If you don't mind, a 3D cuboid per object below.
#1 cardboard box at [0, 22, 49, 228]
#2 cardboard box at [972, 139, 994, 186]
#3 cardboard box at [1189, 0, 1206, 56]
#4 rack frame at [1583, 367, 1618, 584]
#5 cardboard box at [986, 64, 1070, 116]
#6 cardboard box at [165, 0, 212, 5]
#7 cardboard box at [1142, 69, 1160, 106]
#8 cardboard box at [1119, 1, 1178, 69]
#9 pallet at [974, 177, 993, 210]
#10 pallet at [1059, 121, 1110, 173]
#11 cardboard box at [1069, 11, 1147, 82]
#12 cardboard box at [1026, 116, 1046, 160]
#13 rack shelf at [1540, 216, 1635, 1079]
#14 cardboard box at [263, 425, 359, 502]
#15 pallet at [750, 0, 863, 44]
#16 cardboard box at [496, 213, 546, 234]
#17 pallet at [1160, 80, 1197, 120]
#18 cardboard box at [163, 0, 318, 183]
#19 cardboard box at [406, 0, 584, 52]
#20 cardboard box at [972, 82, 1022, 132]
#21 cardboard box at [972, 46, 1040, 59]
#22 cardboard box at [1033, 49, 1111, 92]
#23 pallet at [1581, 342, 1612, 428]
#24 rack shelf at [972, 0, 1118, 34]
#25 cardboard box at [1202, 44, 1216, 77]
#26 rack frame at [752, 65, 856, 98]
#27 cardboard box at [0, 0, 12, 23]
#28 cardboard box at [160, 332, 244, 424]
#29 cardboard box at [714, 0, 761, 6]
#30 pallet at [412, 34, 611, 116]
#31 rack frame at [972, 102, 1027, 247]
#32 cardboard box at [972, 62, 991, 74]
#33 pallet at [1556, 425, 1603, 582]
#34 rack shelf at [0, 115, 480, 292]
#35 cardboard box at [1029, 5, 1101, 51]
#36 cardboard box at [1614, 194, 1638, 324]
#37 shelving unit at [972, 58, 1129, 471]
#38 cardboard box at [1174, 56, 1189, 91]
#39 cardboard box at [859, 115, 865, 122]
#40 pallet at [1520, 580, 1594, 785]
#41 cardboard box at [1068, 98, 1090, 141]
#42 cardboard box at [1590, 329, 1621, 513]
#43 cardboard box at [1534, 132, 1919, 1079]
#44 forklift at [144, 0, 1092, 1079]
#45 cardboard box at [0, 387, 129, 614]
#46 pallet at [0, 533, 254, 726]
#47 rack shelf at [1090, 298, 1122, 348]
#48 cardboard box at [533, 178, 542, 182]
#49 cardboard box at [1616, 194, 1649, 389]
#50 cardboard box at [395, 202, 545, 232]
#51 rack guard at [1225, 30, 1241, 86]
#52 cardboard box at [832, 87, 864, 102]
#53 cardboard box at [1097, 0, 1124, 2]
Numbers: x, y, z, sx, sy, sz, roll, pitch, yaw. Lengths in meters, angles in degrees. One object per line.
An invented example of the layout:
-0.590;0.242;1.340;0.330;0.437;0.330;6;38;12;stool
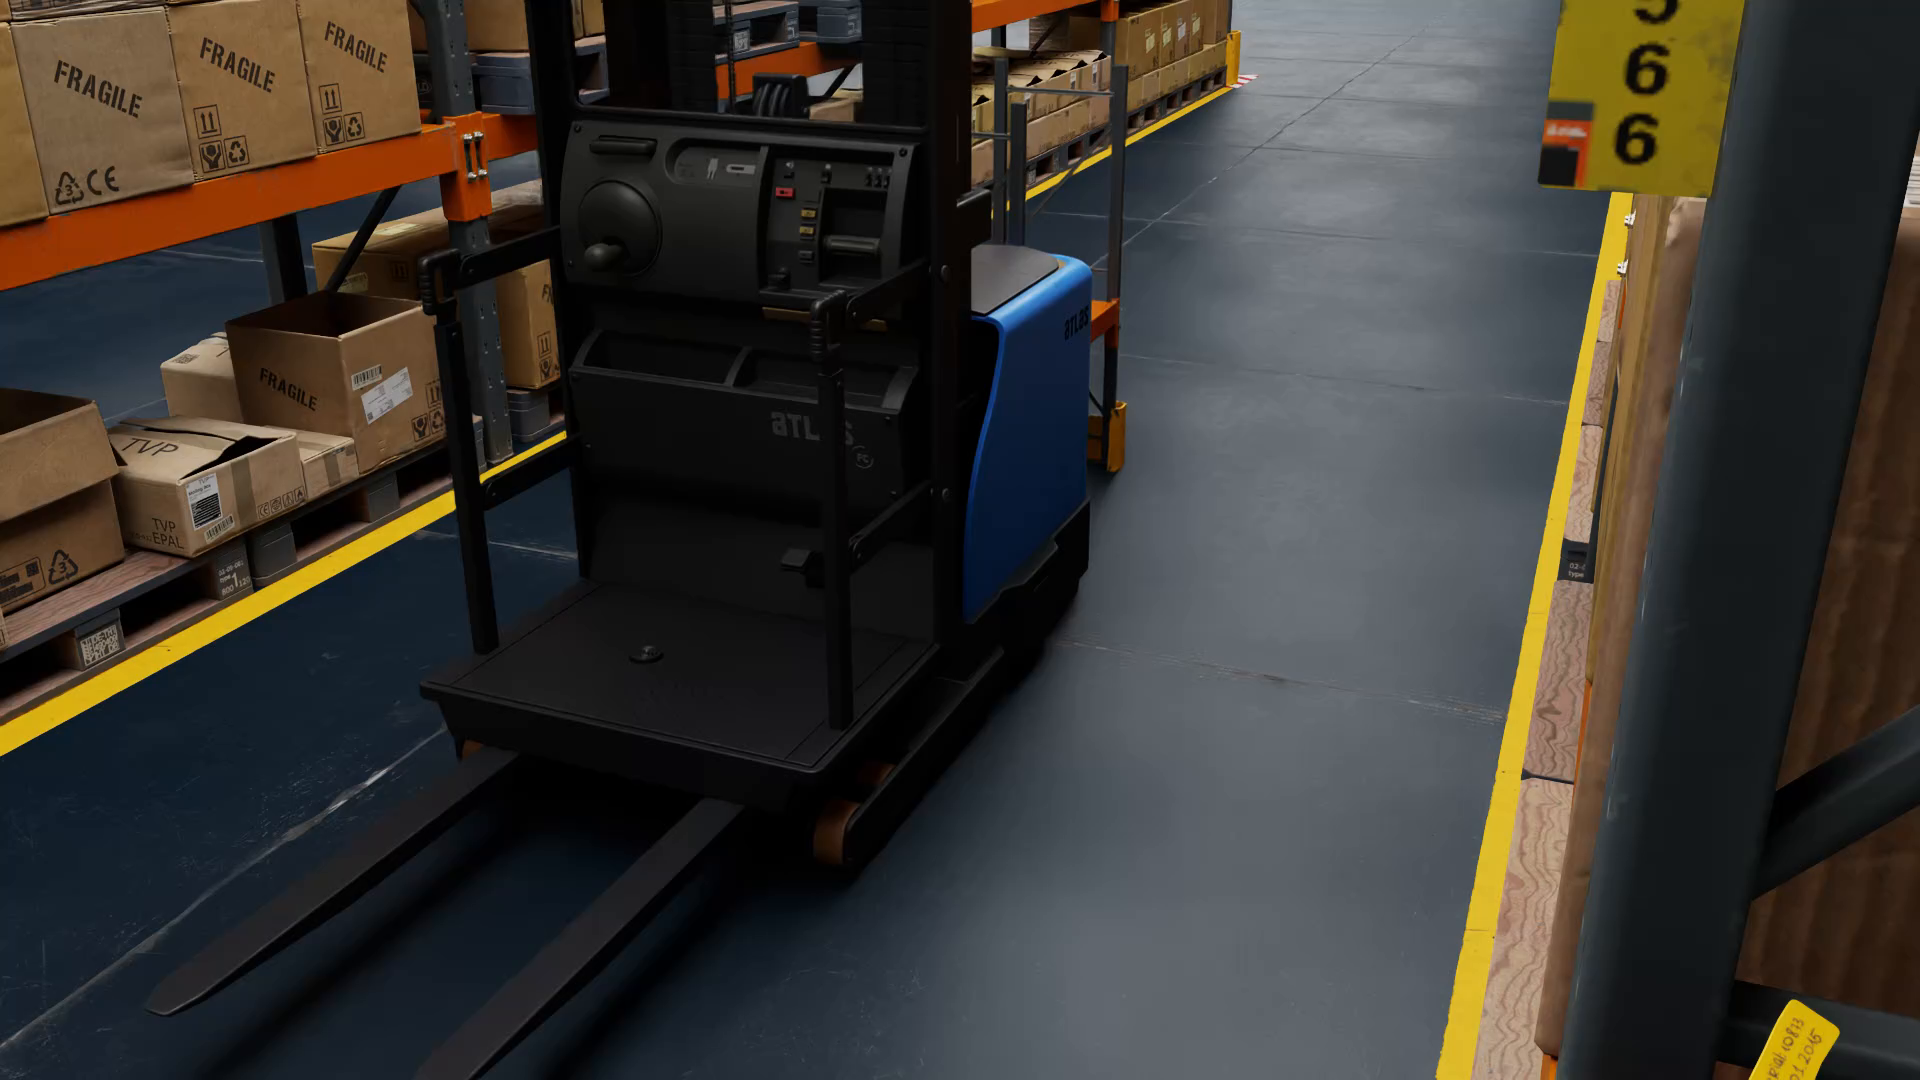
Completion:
-2.750;-1.039;4.217;0.500;0.500;0.500;9;24;21;cardboard box
-0.098;-2.442;10.727;0.500;0.250;0.500;8;24;19;cardboard box
1.940;-4.731;15.234;0.500;0.500;0.500;9;24;20;cardboard box
2.364;-1.052;4.378;1.000;3.000;0.127;9;24;20;rack frame
0.475;-3.256;11.947;0.500;0.311;0.500;9;24;20;cardboard box
-2.372;-1.866;4.899;0.500;0.500;0.500;8;24;19;cardboard box
1.379;-3.849;14.095;0.500;0.250;0.500;9;24;20;cardboard box
1.569;-4.373;14.377;0.500;0.500;0.500;9;24;20;cardboard box
-0.409;-2.194;10.729;1.003;0.211;1.213;9;24;20;pallet
0.497;-3.067;12.819;1.003;0.211;1.213;9;24;20;pallet
1.198;-4.015;13.521;0.500;0.500;0.500;9;24;20;cardboard box
0.280;-2.812;11.614;0.500;0.250;0.500;9;24;21;cardboard box
1.621;-0.005;2.803;1.077;0.370;4.000;9;24;20;rack shelf
-2.269;-0.261;5.610;0.380;0.149;0.250;9;24;20;cardboard box
-0.938;-2.851;8.932;1.213;0.211;1.003;9;24;20;pallet
-1.643;-1.141;7.261;0.500;0.500;0.500;9;24;21;cardboard box
1.521;-4.053;15.179;1.003;0.211;1.213;9;24;20;pallet
-2.375;-1.406;5.095;0.500;0.500;0.500;9;24;22;cardboard box
-1.853;-2.138;6.301;0.700;0.500;0.500;1;23;2;cardboard box
0.095;-2.892;11.077;0.500;0.311;0.500;8;24;19;cardboard box
0.350;-3.695;12.998;0.500;0.311;0.500;9;24;20;cardboard box
0.850;-3.621;12.822;0.500;0.311;0.500;9;24;20;cardboard box
3.032;-0.491;6.651;1.003;0.211;1.213;9;24;20;pallet
-0.008;-3.575;11.351;1.077;0.370;4.000;9;24;20;rack shelf
2.121;-4.565;15.809;0.500;0.250;0.500;9;24;20;cardboard box
-0.751;-3.192;9.499;1.000;3.000;0.127;9;24;20;rack frame
-2.748;-1.506;4.036;0.500;0.500;0.500;9;24;20;cardboard box
-2.594;-0.603;6.220;0.500;0.311;0.500;9;24;20;cardboard box
-1.397;-2.890;8.103;0.700;0.500;0.500;14;26;30;cardboard box
-1.839;-1.942;6.757;1.003;0.211;1.213;9;24;20;pallet
-0.033;-0.660;5.384;0.500;1.500;0.032;9;24;21;rack frame
-0.032;-3.331;12.128;0.500;0.311;0.500;8;24;18;cardboard box
2.580;-0.053;5.602;1.003;0.211;1.213;9;24;20;pallet
-2.980;-0.713;4.498;1.077;0.370;4.000;9;24;20;rack shelf
0.901;-4.269;14.127;0.500;0.500;0.500;9;24;20;cardboard box
3.123;-1.129;6.805;0.750;0.750;0.750;9;24;20;cardboard box
0.160;-0.838;5.809;0.587;1.500;1.083;9;24;21;shelving unit
1.750;-4.207;14.952;0.500;0.250;0.500;9;24;20;cardboard box
-0.284;-2.521;10.188;0.500;0.311;0.500;10;25;22;cardboard box
2.009;0.495;4.291;1.003;0.211;1.213;9;24;20;pallet
0.660;-3.177;12.488;0.500;0.250;0.500;8;24;19;cardboard box
2.484;-0.505;5.313;0.750;0.750;0.750;9;24;21;cardboard box
1.058;0.057;1.333;0.980;0.700;0.700;10;25;22;cardboard box
-0.625;-0.765;3.779;1.130;2.935;3.031;9;24;21;forklift
-2.930;-0.138;4.857;0.797;0.503;0.637;9;24;20;cardboard box
-2.945;0.210;4.973;1.003;0.211;1.213;9;24;20;pallet
0.164;-0.675;5.886;0.538;0.185;1.000;9;24;21;rack shelf
-1.755;-1.565;8.277;0.500;0.500;0.500;8;24;18;cardboard box
1.610;-0.477;2.611;0.980;0.700;0.700;8;24;17;cardboard box
-2.128;-1.203;7.411;0.500;0.500;0.500;9;24;20;cardboard box
2.229;-4.910;16.855;1.175;0.500;0.348;9;24;20;rack guard
-0.598;-2.785;10.821;0.500;0.311;0.500;8;24;19;cardboard box
1.255;-4.629;14.990;0.500;0.500;0.500;9;24;20;cardboard box
